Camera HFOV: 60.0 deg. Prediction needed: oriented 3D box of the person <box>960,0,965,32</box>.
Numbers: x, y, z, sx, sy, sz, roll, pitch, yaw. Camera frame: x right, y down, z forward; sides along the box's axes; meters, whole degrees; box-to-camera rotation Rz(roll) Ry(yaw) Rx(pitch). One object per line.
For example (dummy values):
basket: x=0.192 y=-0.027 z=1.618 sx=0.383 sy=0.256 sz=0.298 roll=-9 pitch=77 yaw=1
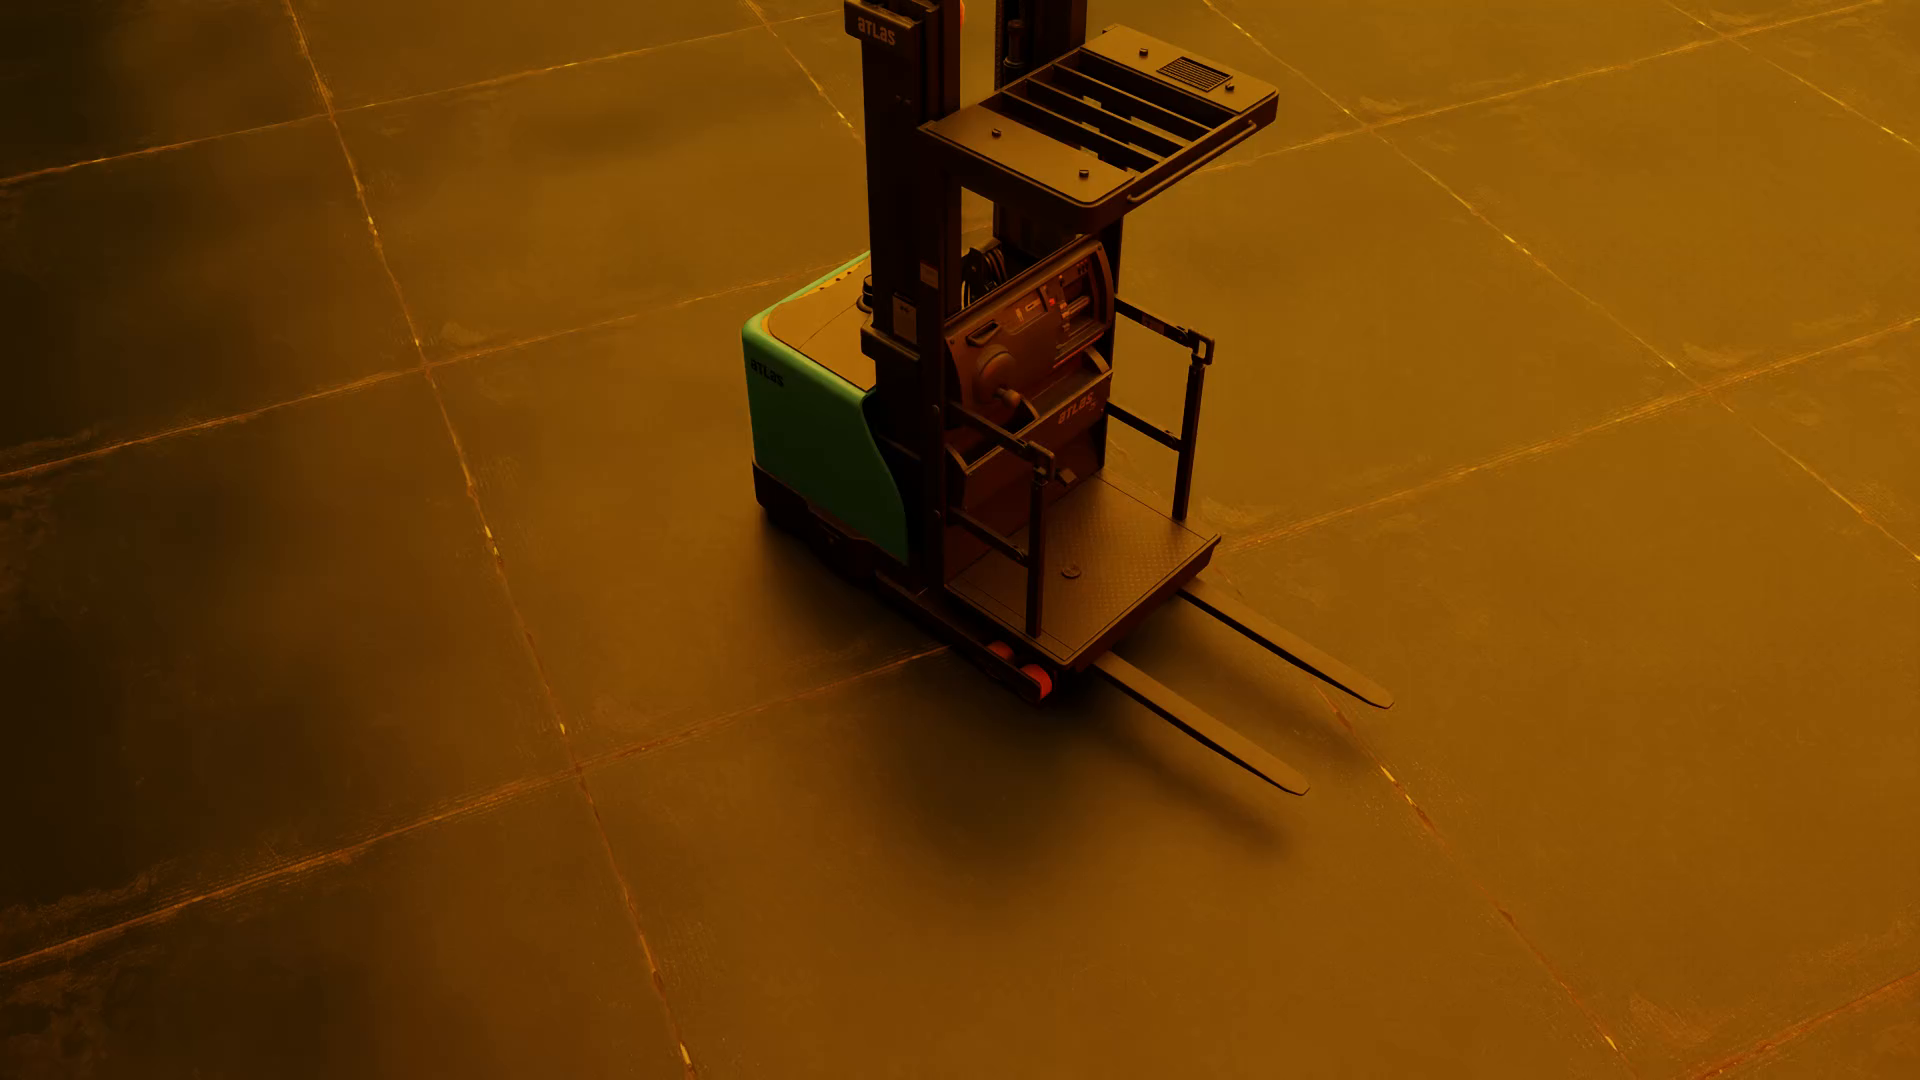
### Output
person: x=-0.243 y=-2.838 z=9.630 sx=0.550 sy=1.673 sz=0.548 roll=-18 pitch=46 yaw=-19

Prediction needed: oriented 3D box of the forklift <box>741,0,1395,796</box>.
forklift: x=0.445 y=-0.788 z=6.525 sx=3.031 sy=2.935 sz=1.130 roll=32 pitch=52 yaw=30
